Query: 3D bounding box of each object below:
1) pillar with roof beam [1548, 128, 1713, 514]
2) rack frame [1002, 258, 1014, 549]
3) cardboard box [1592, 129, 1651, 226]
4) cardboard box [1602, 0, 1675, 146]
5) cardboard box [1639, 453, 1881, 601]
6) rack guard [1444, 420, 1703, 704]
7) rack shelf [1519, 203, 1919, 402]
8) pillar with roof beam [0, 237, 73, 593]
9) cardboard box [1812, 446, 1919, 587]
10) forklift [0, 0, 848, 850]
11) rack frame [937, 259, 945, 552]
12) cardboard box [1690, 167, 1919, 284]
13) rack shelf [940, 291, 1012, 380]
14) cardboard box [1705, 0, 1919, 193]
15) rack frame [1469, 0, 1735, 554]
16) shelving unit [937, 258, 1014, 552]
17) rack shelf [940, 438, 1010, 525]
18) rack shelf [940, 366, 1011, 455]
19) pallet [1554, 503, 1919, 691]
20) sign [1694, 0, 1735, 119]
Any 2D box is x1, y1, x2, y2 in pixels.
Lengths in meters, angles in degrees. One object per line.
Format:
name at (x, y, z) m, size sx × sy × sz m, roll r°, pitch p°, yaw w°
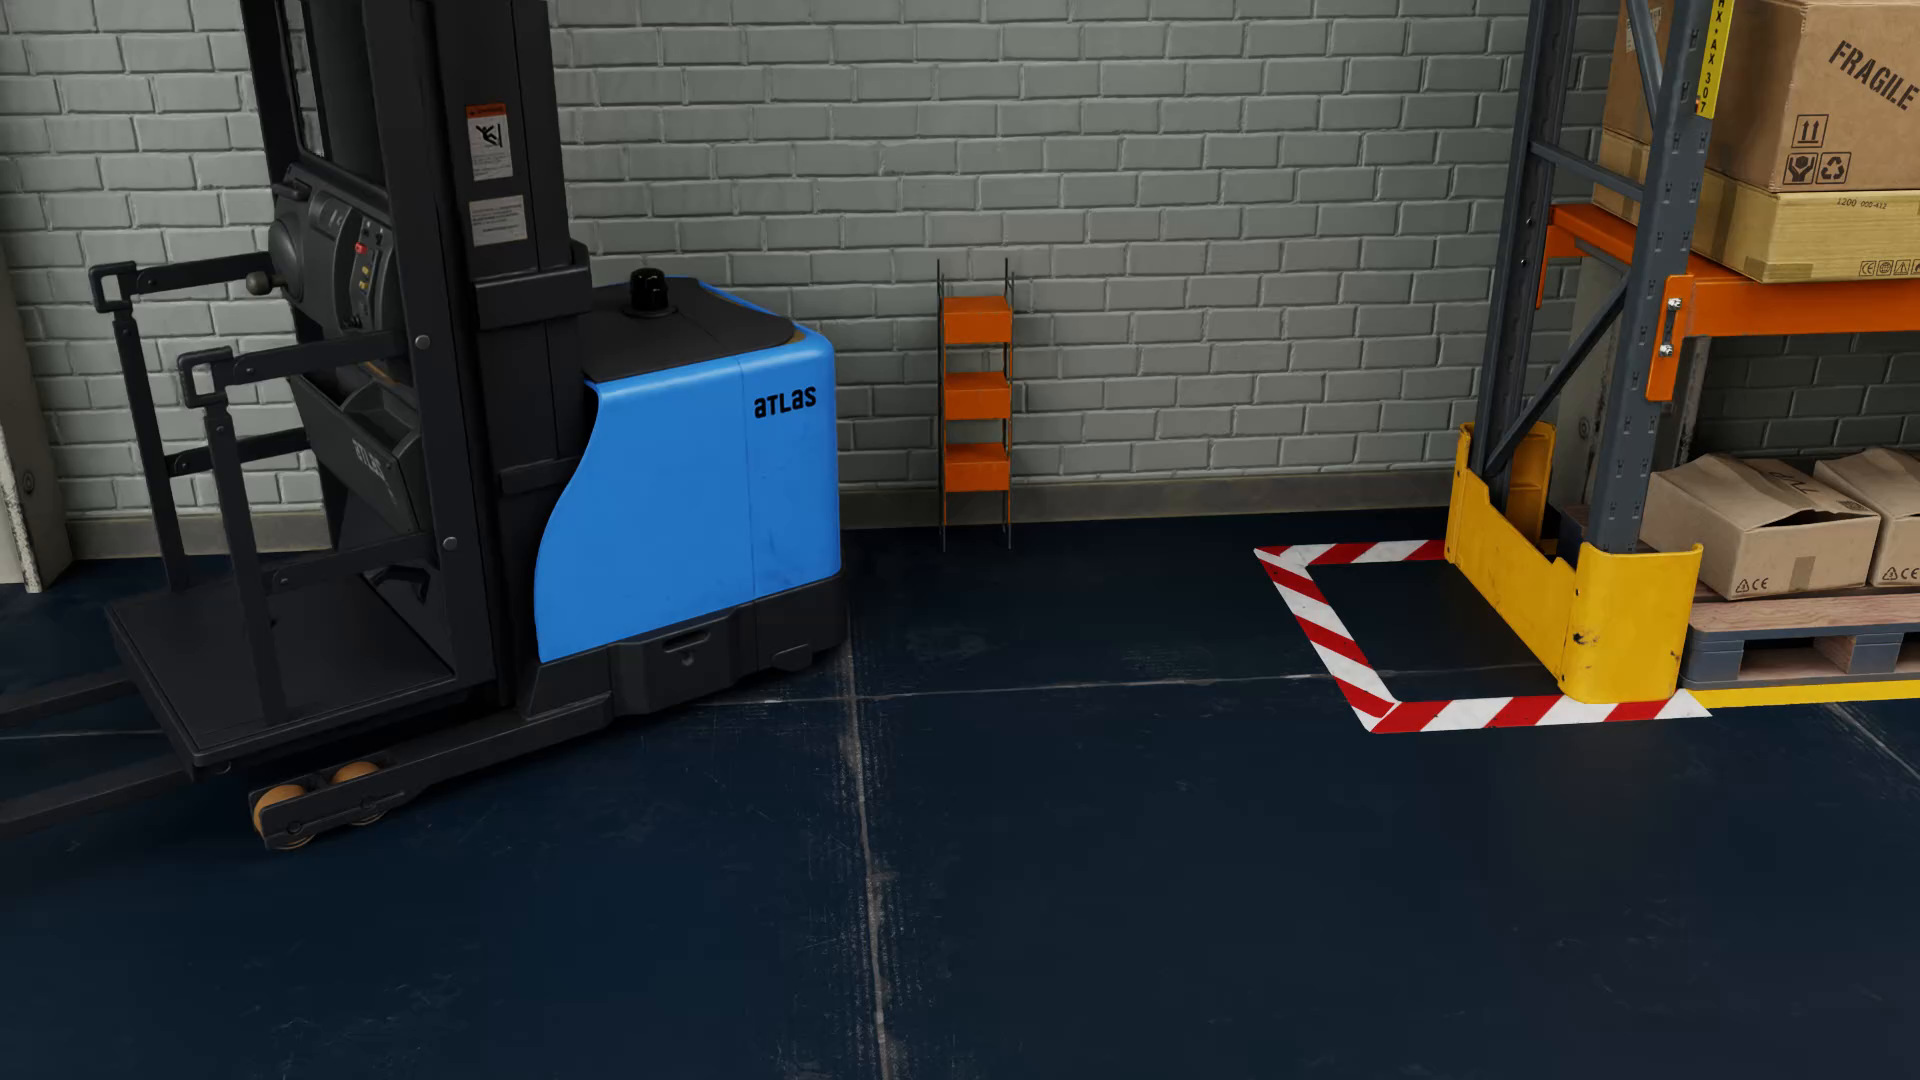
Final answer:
pillar with roof beam at (2.963, -2.482, 0.756) m, size 0.400 × 9.000 × 9.100 m, roll -2°, pitch 24°, yaw -5°
rack frame at (0.175, -0.487, 6.053) m, size 0.008 × 1.050 × 0.200 m, roll -2°, pitch 24°, yaw -5°
cardboard box at (2.374, -1.141, 5.284) m, size 0.500 × 0.250 × 0.500 m, roll -2°, pitch 24°, yaw -4°
cardboard box at (2.376, -1.492, 5.150) m, size 0.500 × 0.500 × 0.500 m, roll -3°, pitch 24°, yaw -6°
cardboard box at (2.626, -0.067, 5.477) m, size 0.500 × 0.311 × 0.500 m, roll -5°, pitch 24°, yaw -11°
rack guard at (2.004, 0.036, 5.554) m, size 0.348 × 0.500 × 1.175 m, roll -2°, pitch 24°, yaw -5°
rack shelf at (3.918, -0.855, 5.366) m, size 4.000 × 0.370 × 1.077 m, roll -2°, pitch 24°, yaw -5°
pillar with roof beam at (-3.008, -2.243, 0.217) m, size 0.400 × 9.000 × 9.100 m, roll -2°, pitch 24°, yaw -5°
cardboard box at (3.193, -0.090, 5.528) m, size 0.500 × 0.311 × 0.500 m, roll 0°, pitch 24°, yaw -1°
forklift at (-1.850, -0.763, 4.359) m, size 3.031 × 2.935 × 1.130 m, roll -17°, pitch 29°, yaw -33°
rack frame at (-0.068, -0.477, 6.031) m, size 0.008 × 1.050 × 0.200 m, roll -2°, pitch 24°, yaw -5°
cardboard box at (2.445, -0.935, 4.821) m, size 0.500 × 0.250 × 0.500 m, roll -3°, pitch 24°, yaw -7°
rack shelf at (0.053, -0.732, 5.931) m, size 0.240 × 0.259 × 0.215 m, roll -2°, pitch 24°, yaw -5°
cardboard box at (2.433, -1.284, 4.683) m, size 0.500 × 0.500 × 0.500 m, roll -2°, pitch 24°, yaw -5°
rack frame at (1.928, -1.104, 5.040) m, size 0.127 × 3.000 × 1.000 m, roll -2°, pitch 24°, yaw -5°
shelving unit at (0.053, -0.482, 6.042) m, size 0.252 × 1.050 × 0.215 m, roll -2°, pitch 24°, yaw -5°
rack shelf at (0.053, -0.218, 6.159) m, size 0.240 × 0.259 × 0.215 m, roll -2°, pitch 24°, yaw -5°
rack shelf at (0.053, -0.472, 6.046) m, size 0.240 × 0.259 × 0.215 m, roll -2°, pitch 24°, yaw -5°
pallet at (2.816, 0.149, 5.654) m, size 1.213 × 0.211 × 1.003 m, roll -2°, pitch 24°, yaw -5°
sign at (1.982, -1.280, 4.371) m, size 0.005 × 0.325 × 0.100 m, roll -2°, pitch 24°, yaw -5°
